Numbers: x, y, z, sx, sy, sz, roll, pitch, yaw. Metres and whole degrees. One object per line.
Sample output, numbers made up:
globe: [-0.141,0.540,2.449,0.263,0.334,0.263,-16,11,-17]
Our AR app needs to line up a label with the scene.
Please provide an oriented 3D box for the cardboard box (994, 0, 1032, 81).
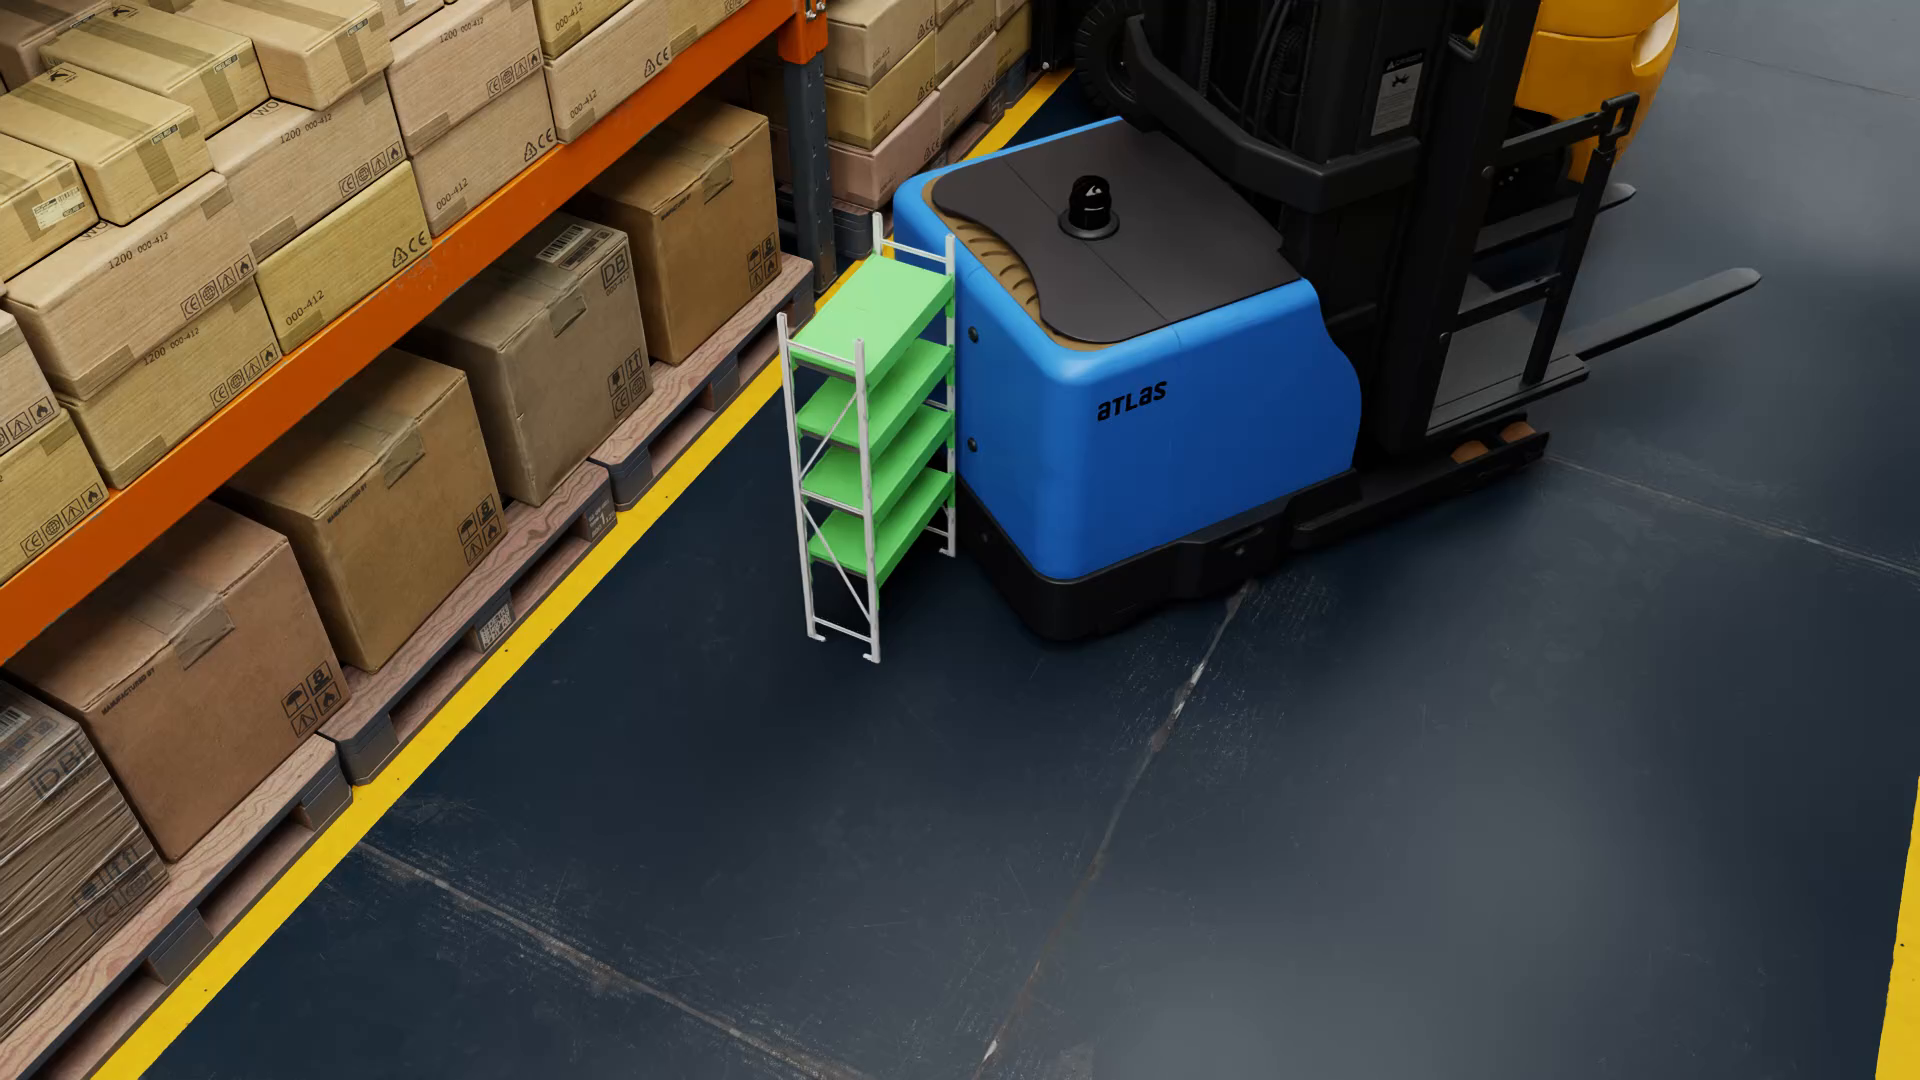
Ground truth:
cardboard box: [0.037,-2.187,6.940,0.500,0.250,0.500,21,49,20]

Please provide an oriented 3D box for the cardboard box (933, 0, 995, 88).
cardboard box: [-0.197,-2.034,6.438,0.500,0.250,0.500,20,49,19]

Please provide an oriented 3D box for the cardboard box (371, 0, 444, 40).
cardboard box: [-1.456,-1.316,3.916,0.380,0.149,0.250,21,49,19]

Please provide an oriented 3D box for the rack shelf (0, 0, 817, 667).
rack shelf: [-1.856,-0.644,4.283,1.077,0.370,4.000,20,49,19]

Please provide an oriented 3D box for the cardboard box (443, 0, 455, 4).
cardboard box: [-1.335,-1.472,4.069,0.380,0.149,0.250,19,48,18]

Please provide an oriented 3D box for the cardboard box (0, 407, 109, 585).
cardboard box: [-2.124,-0.098,3.343,0.500,0.250,0.500,19,48,18]

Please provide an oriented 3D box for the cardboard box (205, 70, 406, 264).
cardboard box: [-1.654,-0.927,3.812,0.500,0.250,0.500,21,49,20]

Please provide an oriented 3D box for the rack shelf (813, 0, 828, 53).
rack shelf: [0.001,-3.164,6.773,1.077,0.370,4.000,20,49,19]

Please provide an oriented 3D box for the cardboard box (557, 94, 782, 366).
cardboard box: [-1.159,-1.137,5.639,0.875,0.625,0.625,23,50,21]

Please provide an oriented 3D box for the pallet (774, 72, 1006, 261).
pallet: [-0.521,-1.663,6.746,1.003,0.211,1.213,20,49,19]

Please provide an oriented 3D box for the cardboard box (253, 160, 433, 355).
cardboard box: [-1.648,-0.751,3.989,0.500,0.250,0.500,22,49,20]

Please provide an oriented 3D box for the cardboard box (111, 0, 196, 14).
cardboard box: [-2.029,-1.324,3.923,0.380,0.149,0.250,21,49,19]

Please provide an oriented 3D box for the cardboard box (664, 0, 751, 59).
cardboard box: [-0.929,-1.700,4.927,0.500,0.250,0.500,22,49,20]

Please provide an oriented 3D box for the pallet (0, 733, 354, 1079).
pallet: [-2.367,0.838,4.273,1.003,0.211,1.213,20,49,19]

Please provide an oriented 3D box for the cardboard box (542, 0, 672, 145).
cardboard box: [-1.158,-1.381,4.612,0.500,0.250,0.500,20,49,19]

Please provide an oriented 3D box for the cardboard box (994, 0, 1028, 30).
cardboard box: [0.046,-2.347,6.747,0.500,0.250,0.500,20,49,19]

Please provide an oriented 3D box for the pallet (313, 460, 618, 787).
pallet: [-1.800,0.072,5.030,1.003,0.211,1.213,20,49,19]

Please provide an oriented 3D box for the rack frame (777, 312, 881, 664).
rack frame: [-0.344,-0.100,4.505,0.240,1.200,0.015,20,49,19]

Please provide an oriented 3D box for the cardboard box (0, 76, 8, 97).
cardboard box: [-2.331,-1.018,3.620,0.380,0.149,0.250,20,49,18]

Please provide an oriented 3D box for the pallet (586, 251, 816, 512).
pallet: [-1.235,-0.699,5.793,1.003,0.211,1.213,20,49,19]

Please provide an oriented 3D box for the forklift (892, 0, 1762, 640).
forklift: [1.336,-1.499,4.671,3.031,2.935,1.130,-21,49,-19]

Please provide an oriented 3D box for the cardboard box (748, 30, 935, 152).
cardboard box: [-0.429,-1.716,6.124,0.500,0.250,0.500,20,49,19]

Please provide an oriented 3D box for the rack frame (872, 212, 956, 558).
rack frame: [-0.123,-0.410,4.811,0.240,1.200,0.015,20,49,19]

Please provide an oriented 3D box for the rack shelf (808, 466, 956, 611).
rack shelf: [-0.233,-0.041,4.874,0.258,0.148,0.480,20,49,19]

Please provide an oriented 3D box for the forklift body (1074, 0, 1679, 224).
forklift body: [1.665,-2.581,6.289,2.313,2.155,1.214,20,49,19]

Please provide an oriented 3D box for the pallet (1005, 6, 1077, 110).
pallet: [0.044,-2.435,7.508,1.003,0.211,1.213,20,49,19]

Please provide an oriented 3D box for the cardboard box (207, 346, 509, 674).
cardboard box: [-1.874,-0.176,4.690,0.875,0.625,0.625,19,48,17]

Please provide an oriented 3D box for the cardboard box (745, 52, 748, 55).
cardboard box: [-0.870,-2.063,6.115,0.500,0.250,0.500,21,49,20]

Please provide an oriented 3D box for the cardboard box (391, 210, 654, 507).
cardboard box: [-1.526,-0.651,5.158,0.875,0.625,0.625,20,49,19]

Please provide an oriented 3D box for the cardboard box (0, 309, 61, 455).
cardboard box: [-2.128,-0.274,3.165,0.500,0.250,0.500,22,49,20]

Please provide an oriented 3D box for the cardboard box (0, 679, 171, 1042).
cardboard box: [-2.482,0.662,3.861,0.875,0.625,0.625,22,49,20]

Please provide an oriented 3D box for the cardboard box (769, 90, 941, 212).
cardboard box: [-0.409,-1.533,6.294,0.500,0.250,0.500,21,49,19]

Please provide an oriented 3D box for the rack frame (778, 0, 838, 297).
rack frame: [-0.927,-2.156,5.272,1.000,3.000,0.127,20,49,19]

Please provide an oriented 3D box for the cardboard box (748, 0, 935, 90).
cardboard box: [-0.425,-1.890,5.944,0.500,0.250,0.500,20,49,18]

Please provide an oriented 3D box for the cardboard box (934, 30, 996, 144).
cardboard box: [-0.187,-1.858,6.615,0.500,0.250,0.500,19,48,18]

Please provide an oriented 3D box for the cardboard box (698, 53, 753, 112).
cardboard box: [-0.883,-1.888,6.293,0.500,0.250,0.500,19,48,18]

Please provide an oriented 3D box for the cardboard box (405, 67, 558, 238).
cardboard box: [-1.415,-1.079,4.313,0.500,0.250,0.500,21,49,19]

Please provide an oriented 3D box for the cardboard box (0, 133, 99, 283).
cardboard box: [-1.955,-0.679,3.286,0.380,0.149,0.250,21,49,19]

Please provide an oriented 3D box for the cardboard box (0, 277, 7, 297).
cardboard box: [-2.046,-0.511,3.120,0.380,0.149,0.250,21,49,19]

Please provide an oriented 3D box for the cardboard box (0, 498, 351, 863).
cardboard box: [-2.186,0.248,4.270,0.875,0.625,0.625,22,49,20]

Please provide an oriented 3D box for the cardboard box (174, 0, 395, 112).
cardboard box: [-1.510,-1.124,3.725,0.380,0.149,0.250,19,48,18]

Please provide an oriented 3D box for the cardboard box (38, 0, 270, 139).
cardboard box: [-1.750,-1.016,3.618,0.380,0.149,0.250,20,49,19]

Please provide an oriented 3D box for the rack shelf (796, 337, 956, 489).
rack shelf: [-0.233,-0.379,4.533,0.258,0.148,0.480,20,49,19]

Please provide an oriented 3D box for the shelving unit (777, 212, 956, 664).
shelving unit: [-0.233,-0.255,4.658,0.258,1.200,0.503,20,49,19]

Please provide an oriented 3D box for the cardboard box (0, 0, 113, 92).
cardboard box: [-2.117,-1.145,3.746,0.380,0.149,0.250,22,49,20]

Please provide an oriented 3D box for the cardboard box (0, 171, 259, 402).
cardboard box: [-1.869,-0.597,3.485,0.500,0.250,0.500,19,48,18]

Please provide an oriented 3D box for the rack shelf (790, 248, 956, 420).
rack shelf: [-0.233,-0.547,4.362,0.258,0.148,0.480,20,49,19]

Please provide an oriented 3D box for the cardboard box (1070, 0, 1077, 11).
cardboard box: [0.291,-2.500,7.250,0.500,0.250,0.500,22,49,20]

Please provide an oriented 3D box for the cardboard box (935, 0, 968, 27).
cardboard box: [-0.178,-2.209,6.259,0.500,0.250,0.500,21,49,19]

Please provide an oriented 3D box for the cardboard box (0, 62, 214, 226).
cardboard box: [-1.785,-0.820,3.425,0.380,0.149,0.250,21,49,20]

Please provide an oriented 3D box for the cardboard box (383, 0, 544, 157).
cardboard box: [-1.403,-1.239,4.120,0.500,0.250,0.500,21,49,20]

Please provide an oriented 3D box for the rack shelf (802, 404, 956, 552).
rack shelf: [-0.233,-0.210,4.704,0.258,0.148,0.480,20,49,19]

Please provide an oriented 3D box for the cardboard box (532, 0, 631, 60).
cardboard box: [-1.161,-1.559,4.436,0.500,0.250,0.500,19,48,18]

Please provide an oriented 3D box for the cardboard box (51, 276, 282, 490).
cardboard box: [-1.891,-0.425,3.666,0.500,0.250,0.500,19,48,18]
